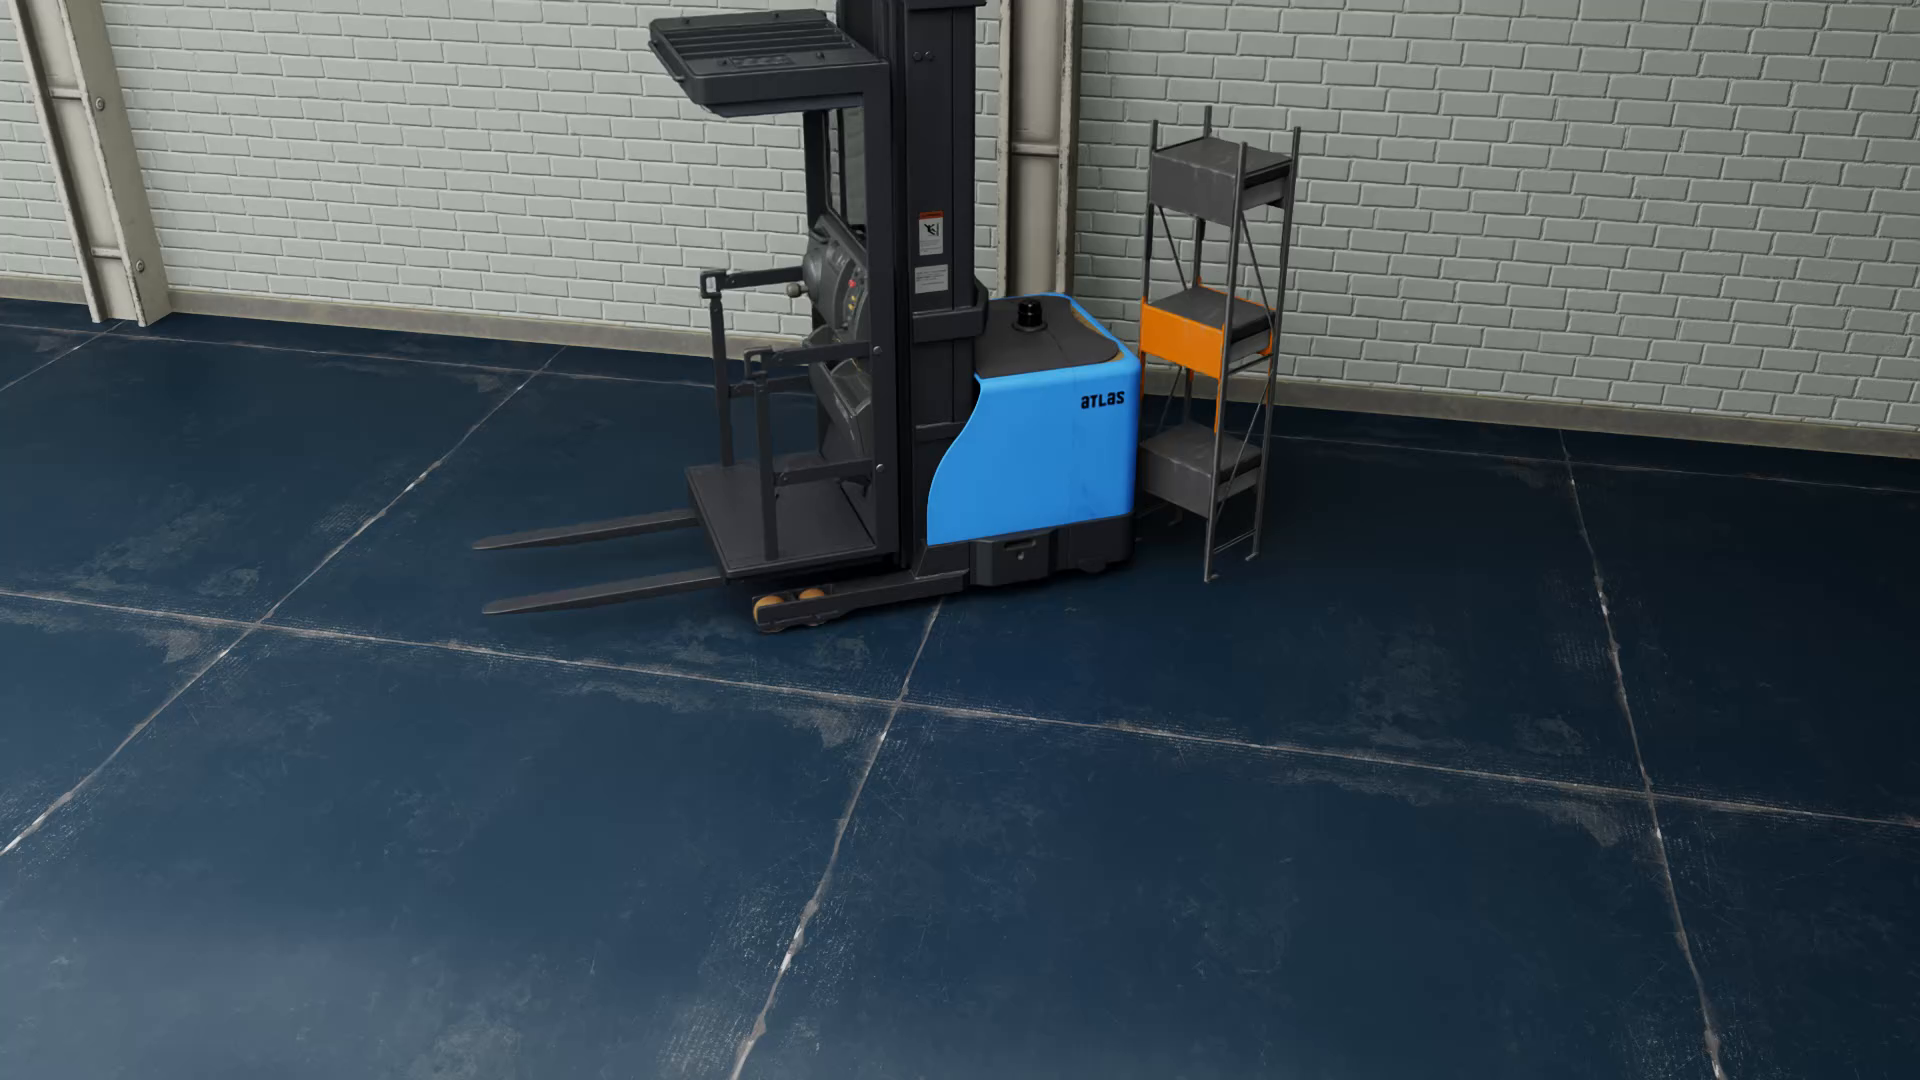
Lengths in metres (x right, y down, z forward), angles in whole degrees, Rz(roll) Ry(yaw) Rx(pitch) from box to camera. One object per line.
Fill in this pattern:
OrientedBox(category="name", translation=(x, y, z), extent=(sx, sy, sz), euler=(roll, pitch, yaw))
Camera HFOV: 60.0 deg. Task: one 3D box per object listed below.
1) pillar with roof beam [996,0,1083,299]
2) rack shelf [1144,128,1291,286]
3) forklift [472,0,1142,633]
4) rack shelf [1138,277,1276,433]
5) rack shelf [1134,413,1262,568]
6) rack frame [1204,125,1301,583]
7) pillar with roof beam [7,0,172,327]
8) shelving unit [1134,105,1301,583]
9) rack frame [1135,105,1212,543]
OrientedBox(category="pillar with roof beam", translation=(-0.468, -2.799, 3.991), extent=(0.400, 9.000, 9.100), euler=(6, 29, 11))
OrientedBox(category="rack shelf", translation=(1.142, -1.473, 7.325), extent=(0.431, 0.518, 0.480), euler=(-24, 37, -37))
OrientedBox(category="forklift", translation=(-0.735, -1.151, 7.300), extent=(3.031, 2.935, 1.130), euler=(-9, 30, -16))
OrientedBox(category="rack shelf", translation=(1.142, -0.859, 7.662), extent=(0.431, 0.518, 0.480), euler=(-24, 37, -37))
OrientedBox(category="rack shelf", translation=(1.142, -0.245, 7.998), extent=(0.431, 0.518, 0.480), euler=(-24, 37, -37))
OrientedBox(category="rack frame", translation=(1.308, -0.786, 7.499), extent=(0.400, 2.100, 0.015), euler=(-24, 37, -37))
OrientedBox(category="pillar with roof beam", translation=(-6.336, -3.400, 5.090), extent=(0.400, 9.000, 9.100), euler=(6, 29, 11))
OrientedBox(category="shelving unit", translation=(1.142, -0.871, 7.655), extent=(0.431, 2.100, 0.503), euler=(-24, 37, -37))
OrientedBox(category="rack frame", translation=(0.975, -0.957, 7.812), extent=(0.400, 2.100, 0.015), euler=(-24, 37, -37))
